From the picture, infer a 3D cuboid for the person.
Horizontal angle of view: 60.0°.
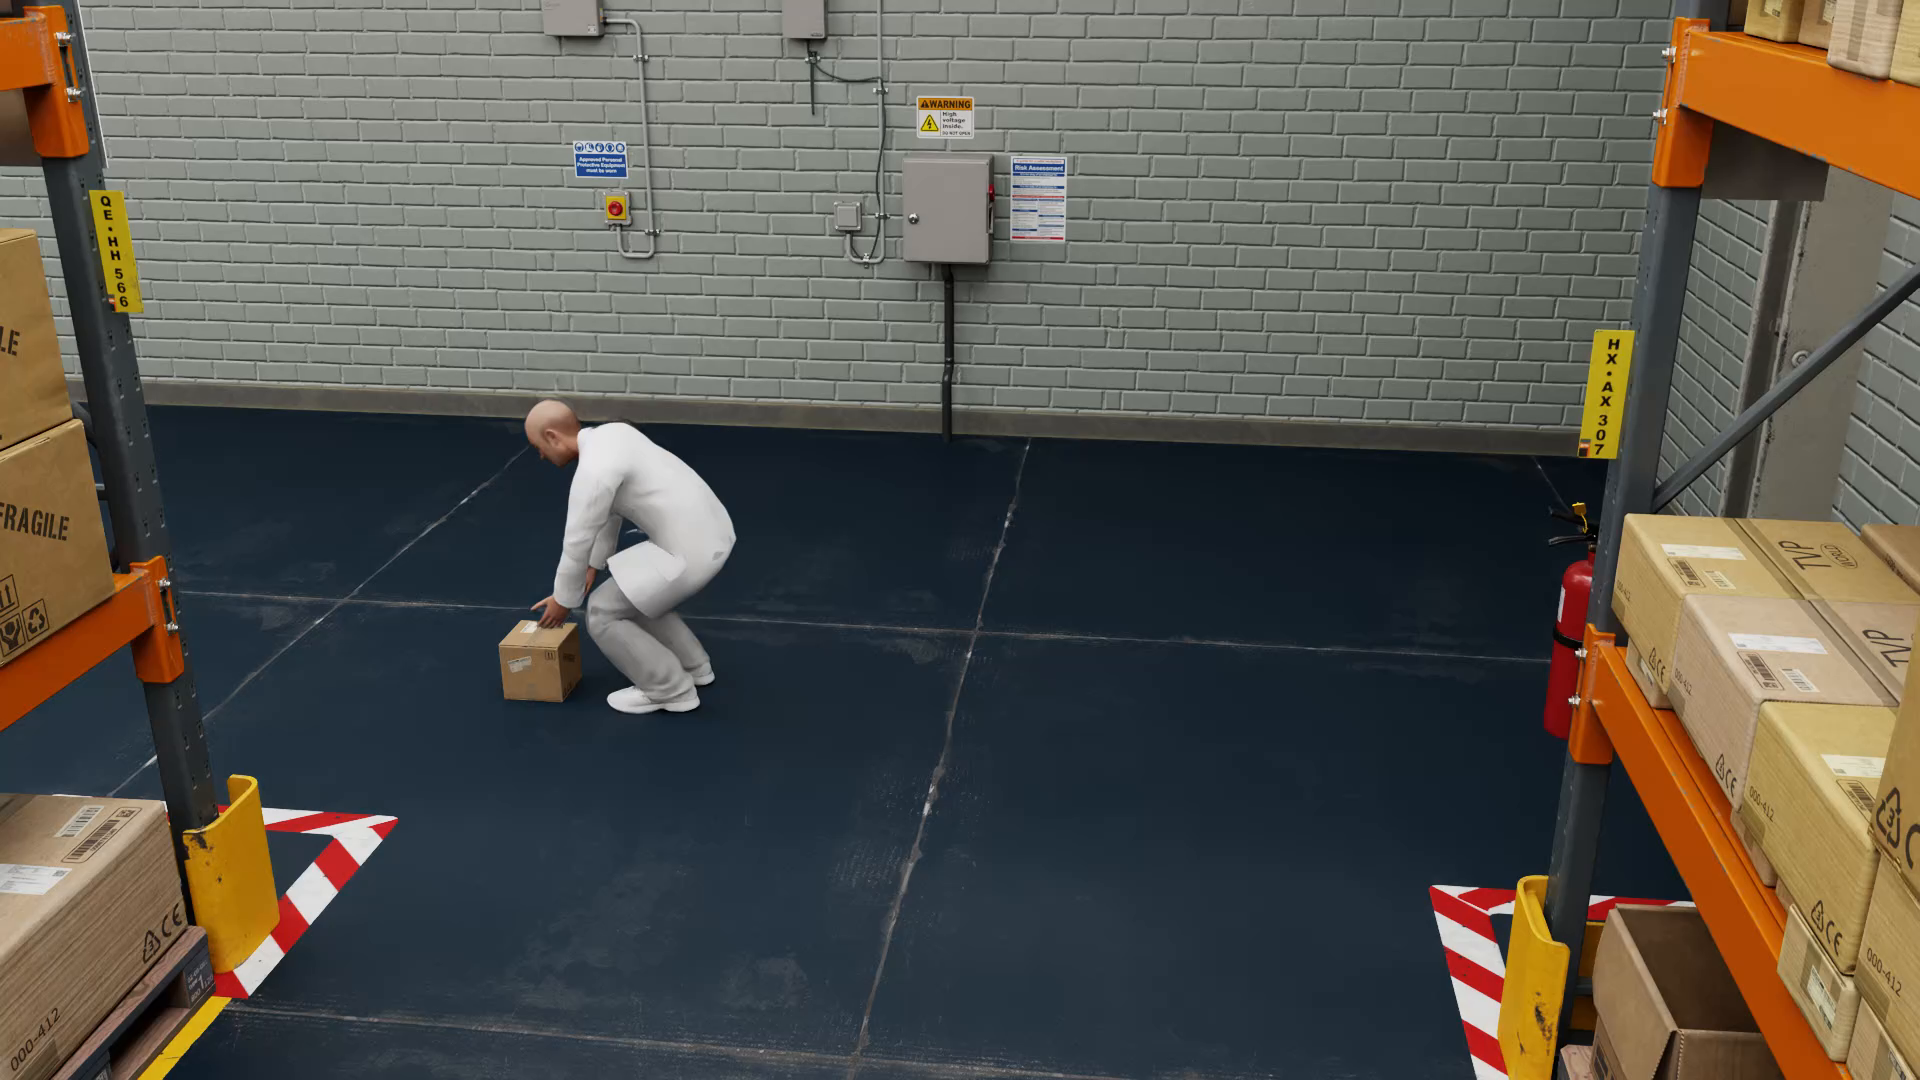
[{"bbox_3d":[-1.302,0.064,6.671,0.793,1.256,0.632,2,21,6],"label":"person"}]
